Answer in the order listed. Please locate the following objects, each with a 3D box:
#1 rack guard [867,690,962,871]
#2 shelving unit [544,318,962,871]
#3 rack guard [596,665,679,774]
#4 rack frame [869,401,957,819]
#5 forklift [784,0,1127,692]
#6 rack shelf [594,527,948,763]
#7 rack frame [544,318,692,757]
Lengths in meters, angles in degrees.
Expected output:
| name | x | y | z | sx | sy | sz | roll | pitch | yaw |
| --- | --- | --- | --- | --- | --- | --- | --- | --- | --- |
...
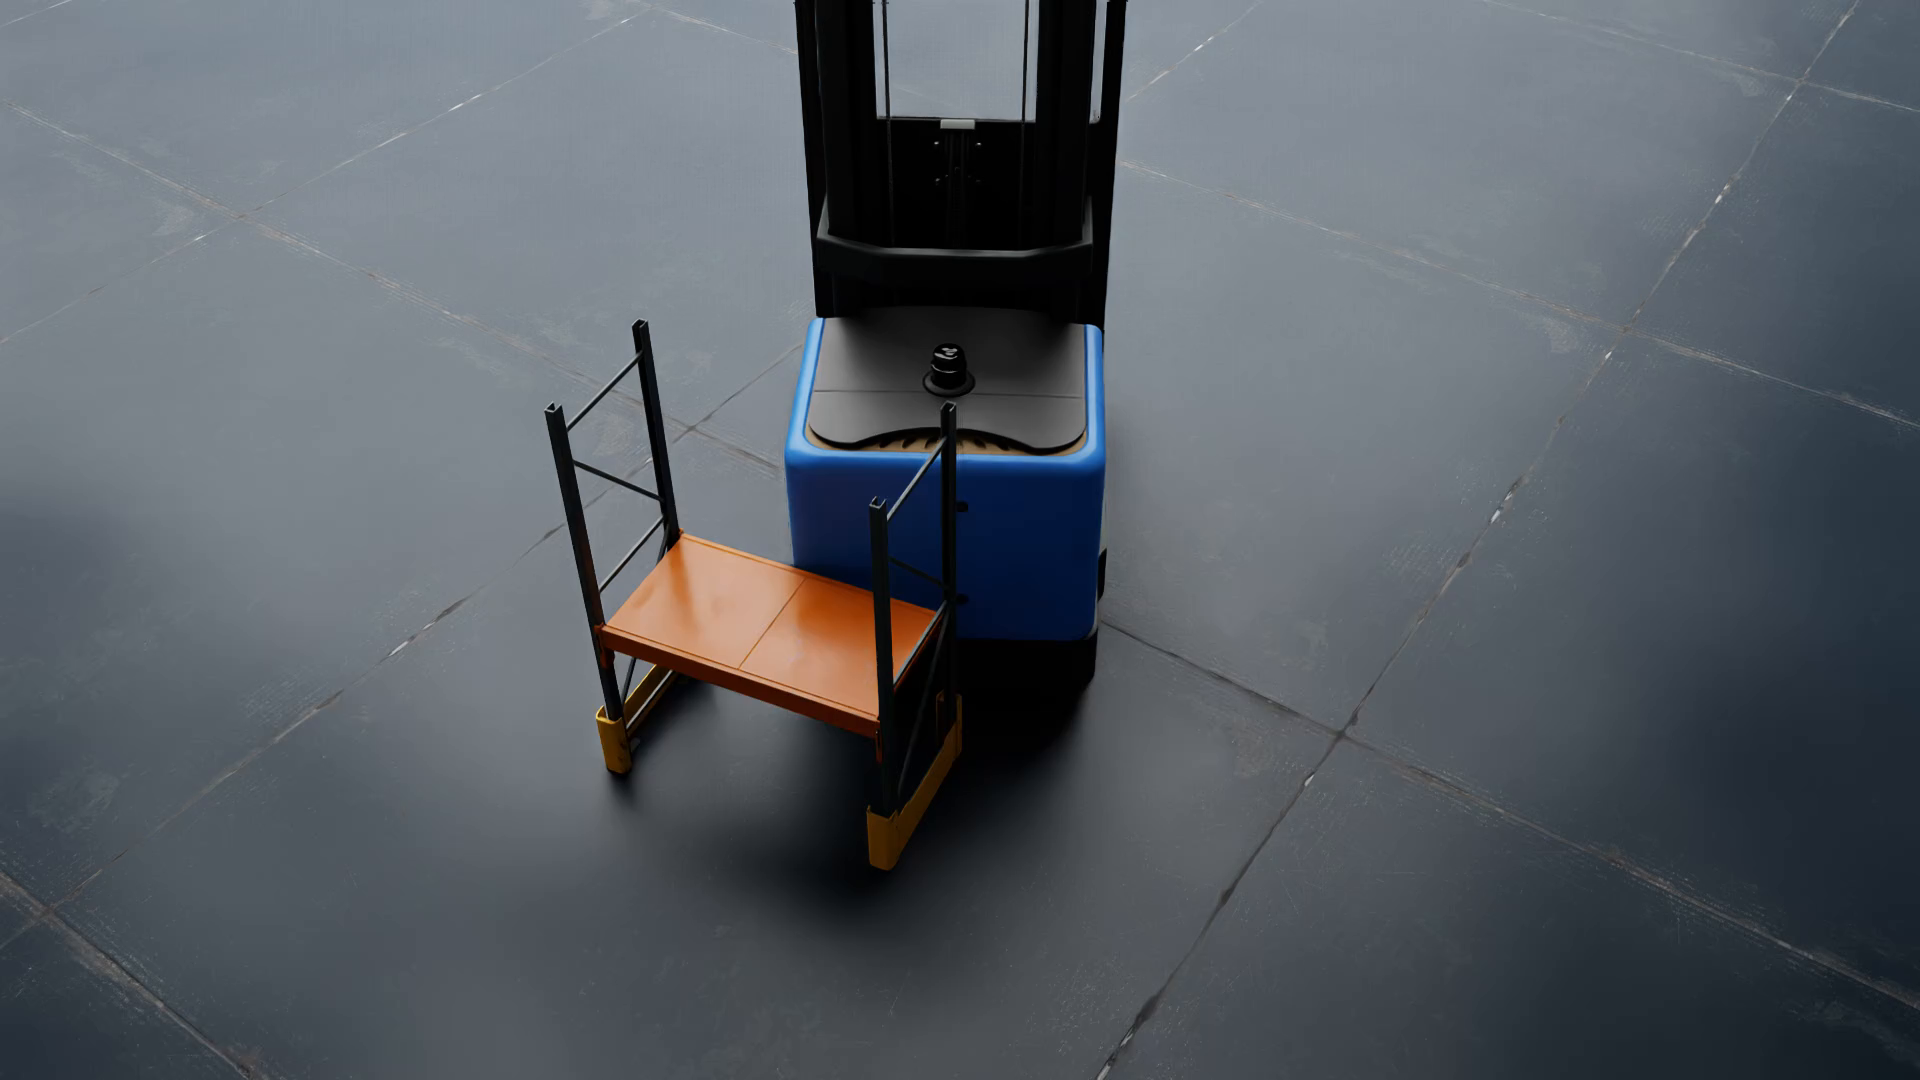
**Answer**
| name | x | y | z | sx | sy | sz | roll | pitch | yaw |
| --- | --- | --- | --- | --- | --- | --- | --- | --- | --- |
| rack guard | -0.142 | 0.781 | 5.452 | 0.087 | 0.250 | 0.587 | 16 | 44 | 18 |
| shelving unit | -0.598 | 0.181 | 5.186 | 1.083 | 1.500 | 0.587 | 16 | 44 | 18 |
| rack guard | -1.053 | 0.512 | 5.753 | 0.087 | 0.250 | 0.587 | 16 | 44 | 18 |
| rack frame | -0.124 | 0.321 | 5.030 | 0.032 | 1.500 | 0.500 | 16 | 44 | 18 |
| forklift | 0.013 | -1.527 | 6.021 | 1.130 | 2.935 | 3.031 | 2 | 42 | 2 |
| rack shelf | -0.589 | 0.317 | 5.303 | 1.000 | 0.185 | 0.538 | 16 | 44 | 18 |
| rack frame | -1.054 | 0.046 | 5.336 | 0.032 | 1.500 | 0.500 | 16 | 44 | 18 |
